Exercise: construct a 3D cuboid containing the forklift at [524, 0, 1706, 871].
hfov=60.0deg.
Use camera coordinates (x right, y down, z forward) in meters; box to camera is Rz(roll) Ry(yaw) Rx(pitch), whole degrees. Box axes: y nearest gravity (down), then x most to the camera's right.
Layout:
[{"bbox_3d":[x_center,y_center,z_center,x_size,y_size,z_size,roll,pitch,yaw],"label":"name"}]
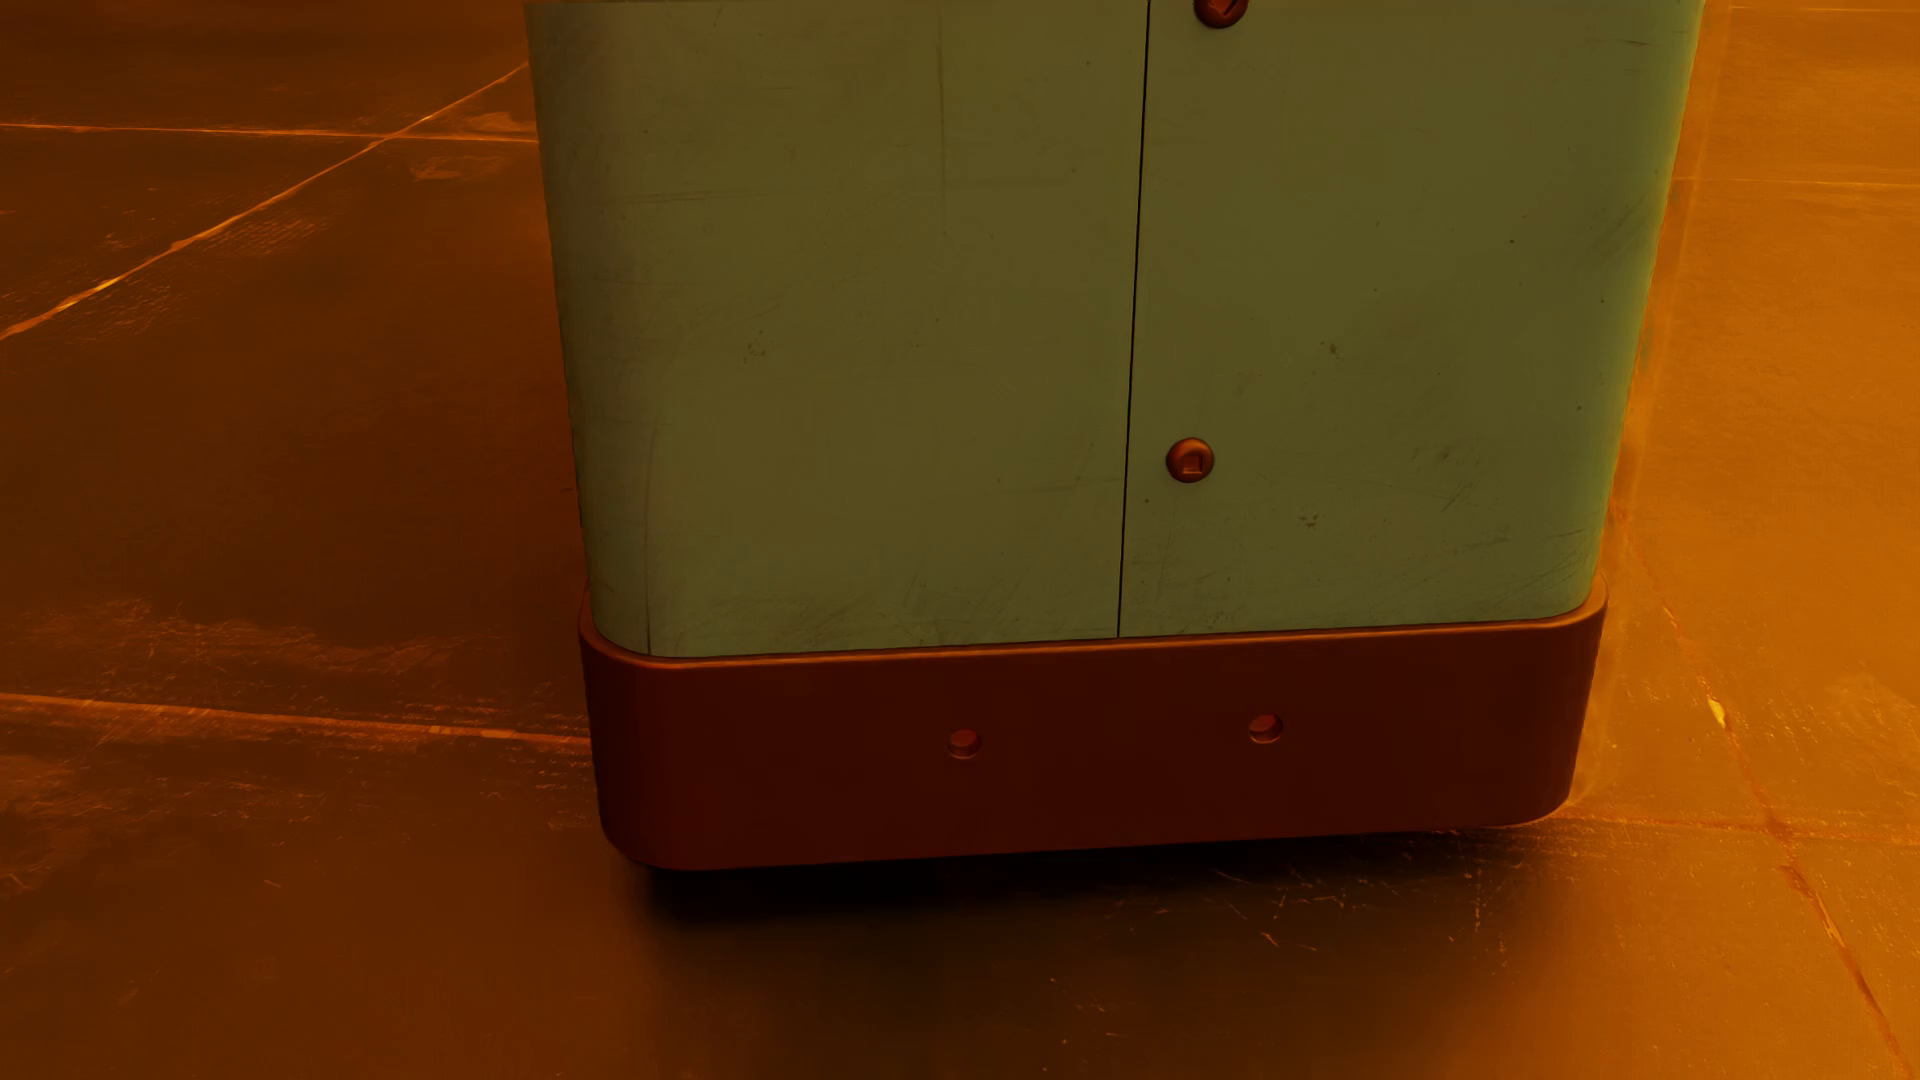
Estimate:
[{"bbox_3d":[0.018,-1.604,2.433,1.130,2.935,3.031,-2,27,-5],"label":"forklift"}]
